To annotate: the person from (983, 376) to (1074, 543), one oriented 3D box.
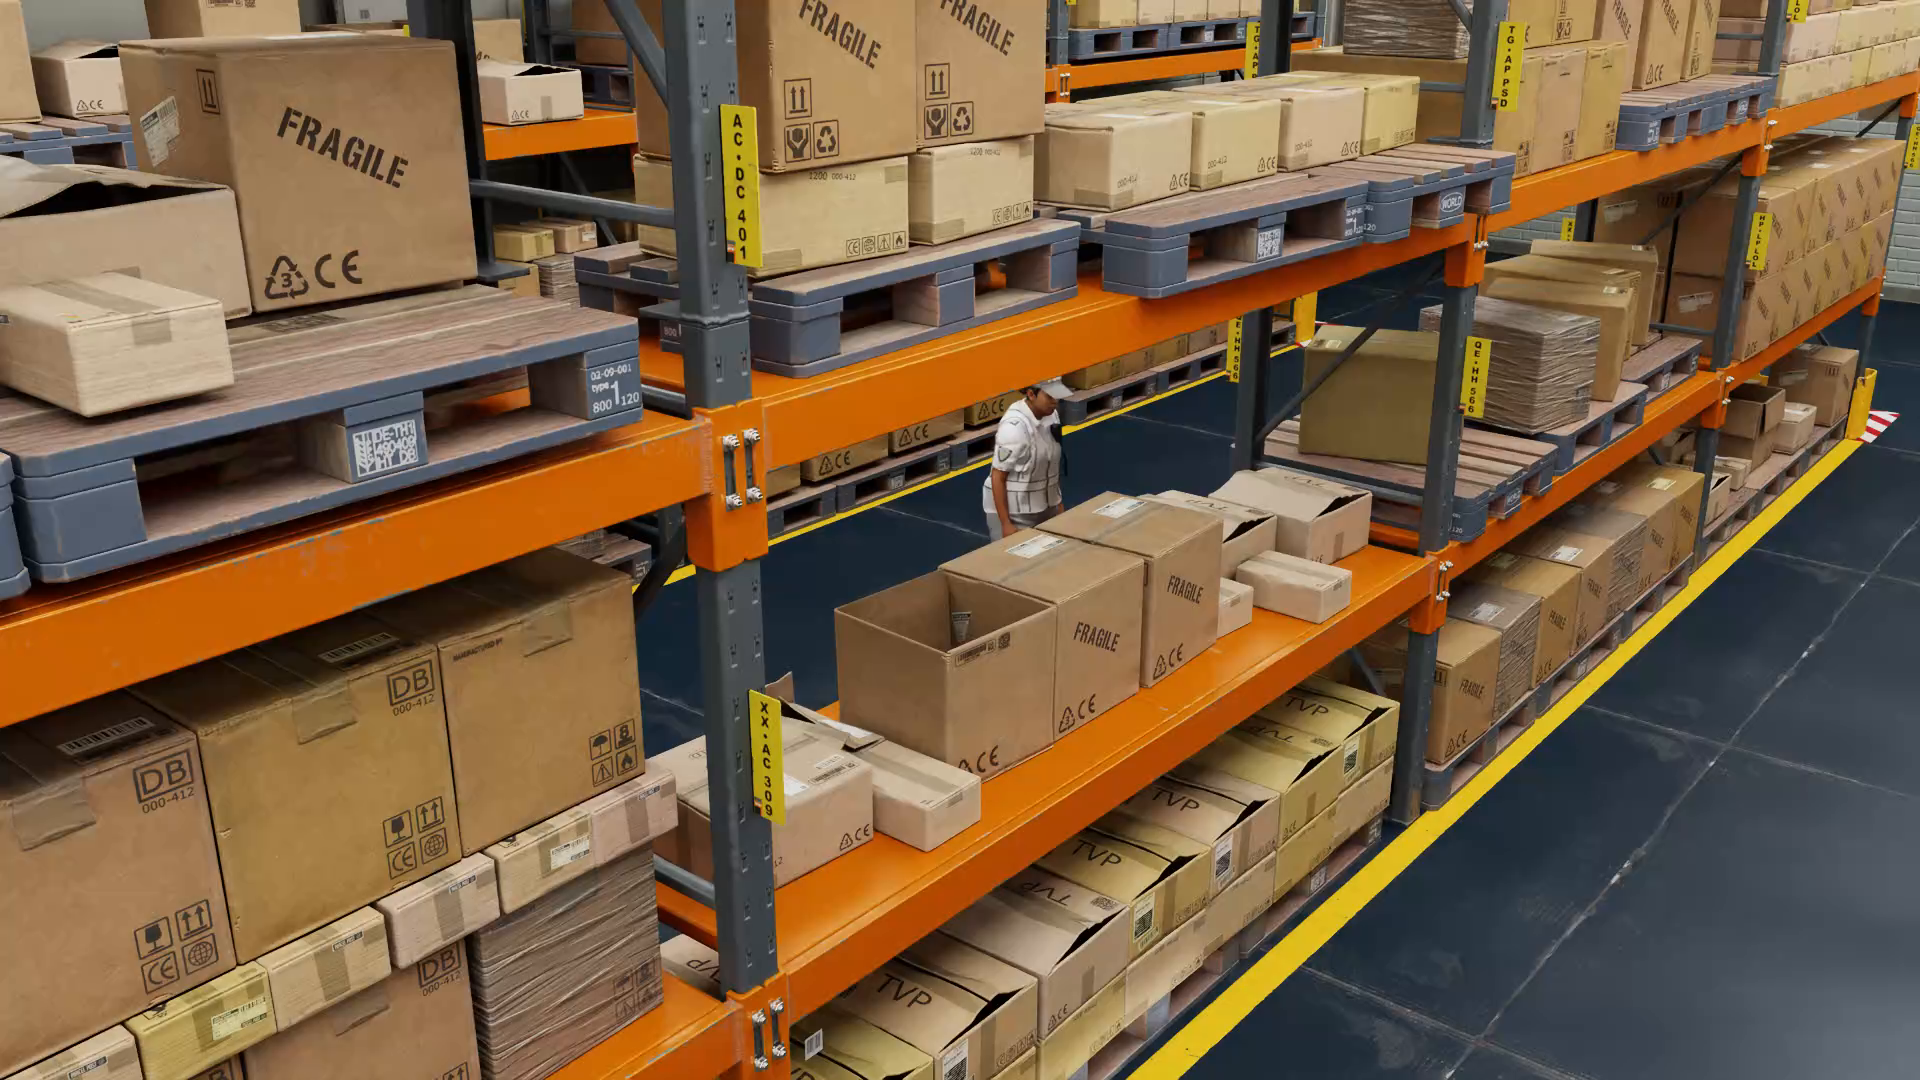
[{"bbox_3d":[0.376,-0.134,8.929,0.465,1.667,0.539,16,26,37],"label":"person"}]
